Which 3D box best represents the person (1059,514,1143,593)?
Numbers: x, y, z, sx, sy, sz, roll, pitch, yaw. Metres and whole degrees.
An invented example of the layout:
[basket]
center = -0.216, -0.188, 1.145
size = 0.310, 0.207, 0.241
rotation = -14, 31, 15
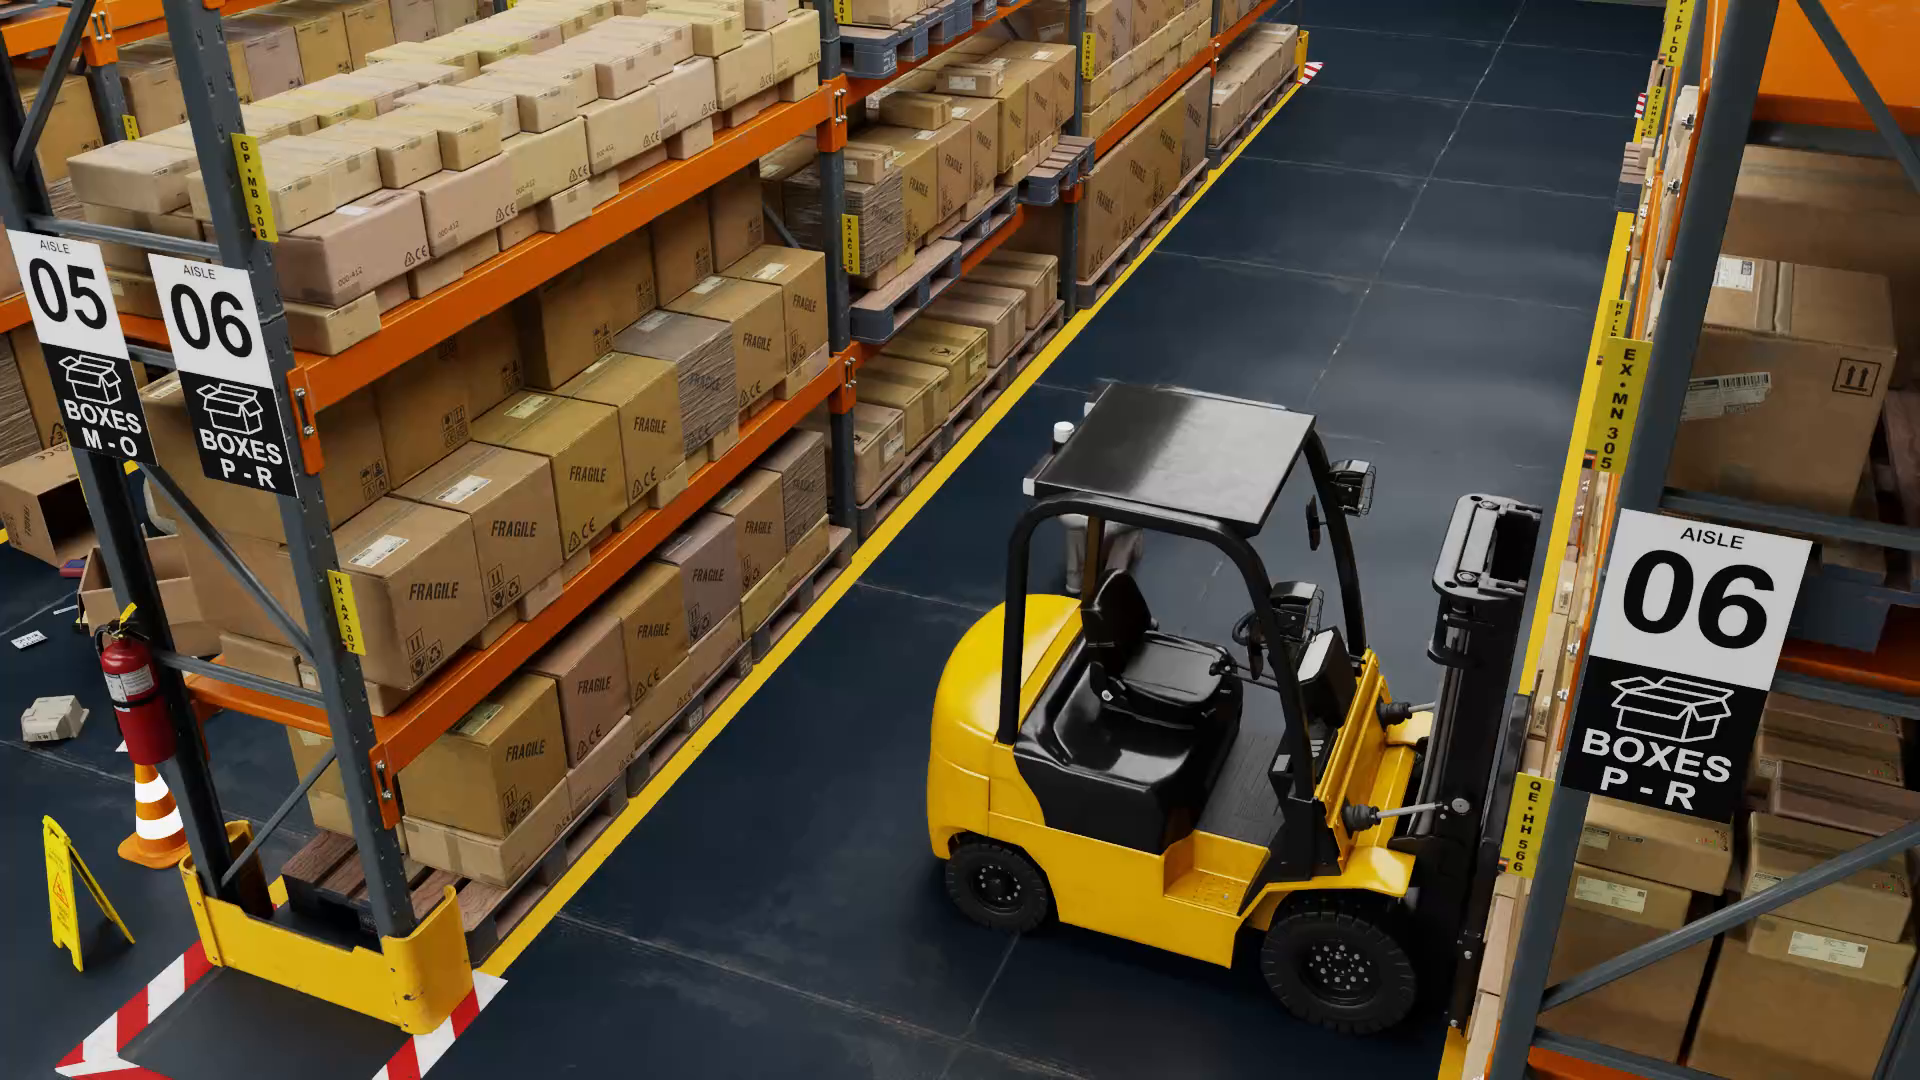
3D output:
[person]
center = 0.817, -0.111, 9.483
size = 0.453, 0.813, 0.901
rotation = 10, 31, 17
